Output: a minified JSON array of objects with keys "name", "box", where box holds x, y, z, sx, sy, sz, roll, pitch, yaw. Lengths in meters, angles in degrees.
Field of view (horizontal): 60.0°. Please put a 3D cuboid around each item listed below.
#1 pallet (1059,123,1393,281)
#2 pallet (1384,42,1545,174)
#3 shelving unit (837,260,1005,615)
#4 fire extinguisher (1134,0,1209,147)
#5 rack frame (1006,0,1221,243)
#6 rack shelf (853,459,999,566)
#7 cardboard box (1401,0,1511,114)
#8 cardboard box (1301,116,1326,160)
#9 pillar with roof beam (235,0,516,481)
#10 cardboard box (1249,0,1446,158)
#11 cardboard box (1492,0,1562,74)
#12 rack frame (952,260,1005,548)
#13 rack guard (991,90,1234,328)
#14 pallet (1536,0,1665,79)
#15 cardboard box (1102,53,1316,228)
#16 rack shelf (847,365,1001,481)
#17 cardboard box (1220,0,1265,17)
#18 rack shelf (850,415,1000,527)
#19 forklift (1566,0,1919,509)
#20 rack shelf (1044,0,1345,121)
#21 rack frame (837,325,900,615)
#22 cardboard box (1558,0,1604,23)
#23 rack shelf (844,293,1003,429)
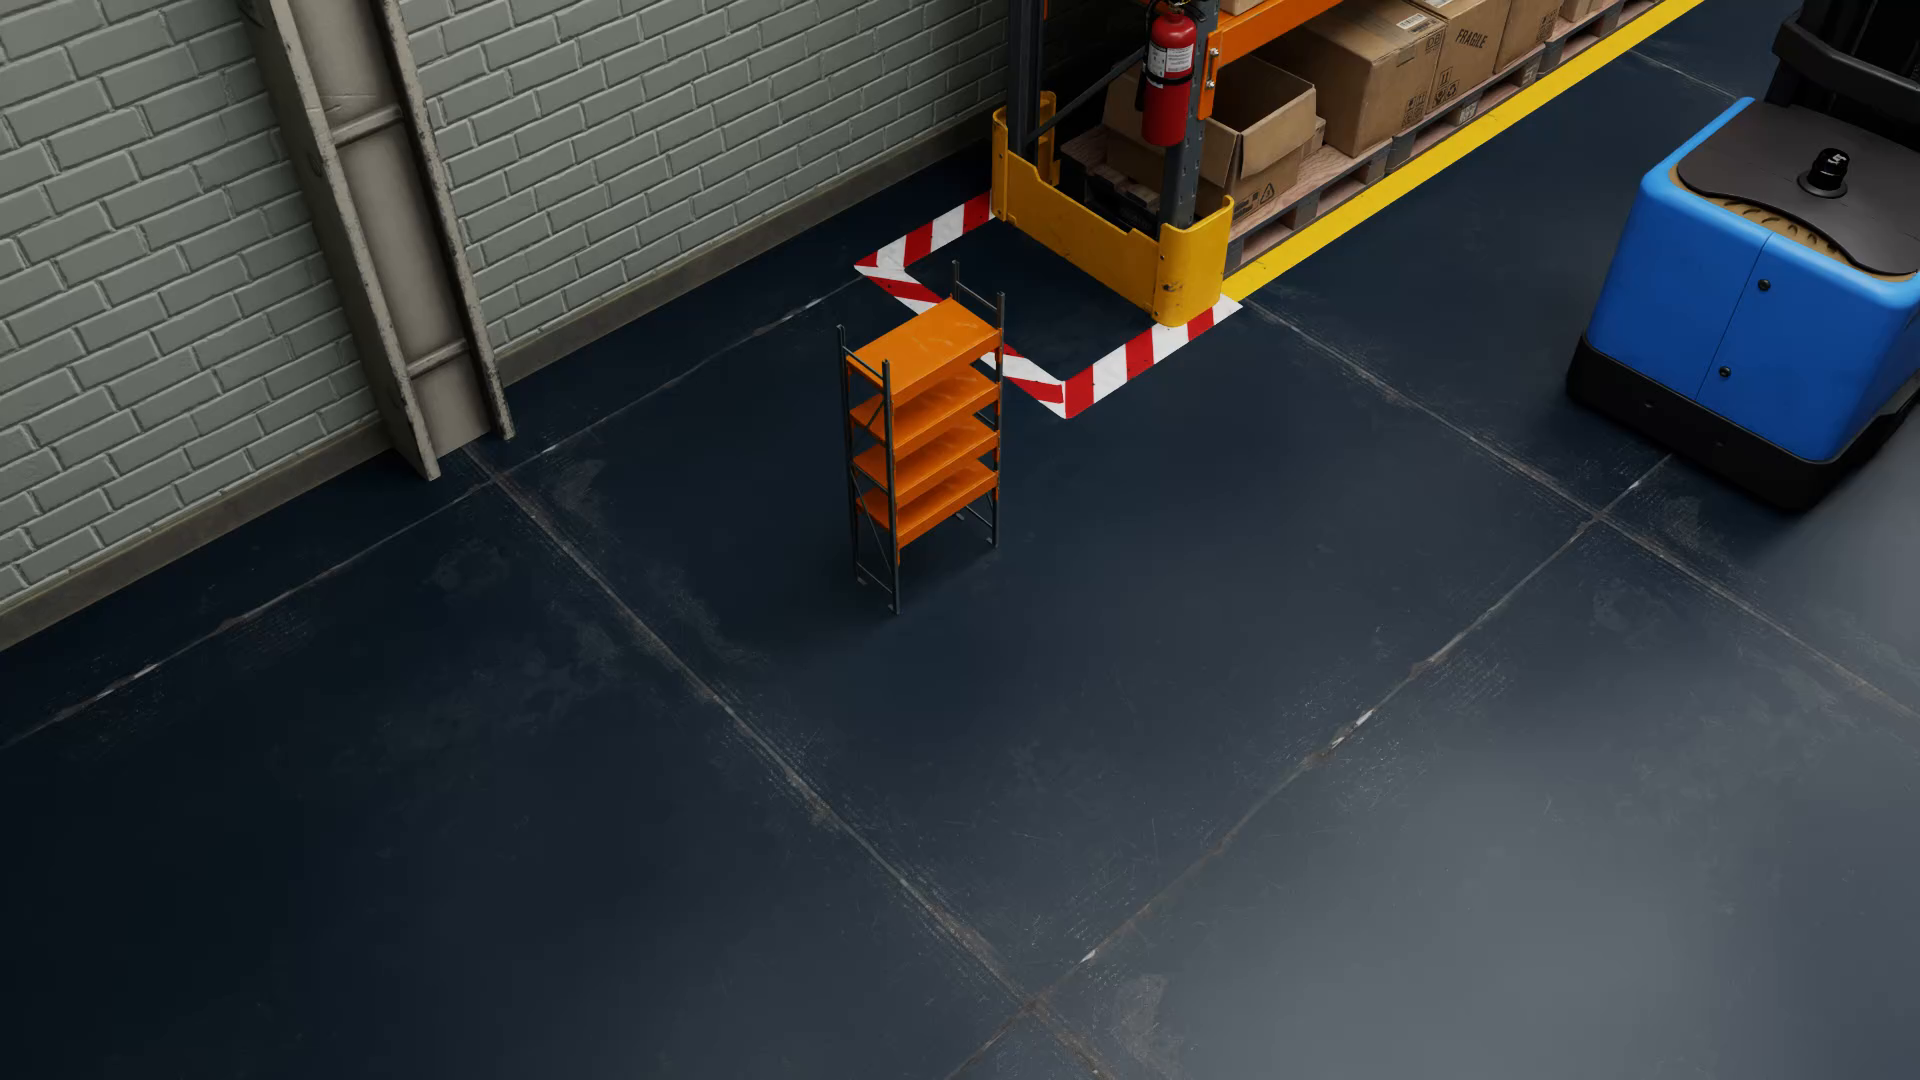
[{"name":"pallet","box":[1.226,-1.754,7.725,1.213,0.211,1.003,-34,56,-27]},{"name":"pallet","box":[2.128,-2.354,8.279,1.213,0.211,1.003,-34,56,-27]},{"name":"shelving unit","box":[-0.122,-0.325,5.734,0.503,1.200,0.258,-34,56,-27]},{"name":"fire extinguisher","box":[0.783,-1.791,6.168,0.183,0.674,0.296,-34,56,-27]},{"name":"rack frame","box":[0.580,-2.268,6.301,0.127,3.000,1.000,-34,56,-27]},{"name":"rack shelf","box":[-0.122,-0.145,5.929,0.480,0.148,0.258,-34,56,-27]},{"name":"cardboard box","box":[2.214,-2.422,7.859,0.500,0.500,0.500,-33,55,-27]},{"name":"cardboard box","box":[1.437,-1.883,7.601,0.250,0.149,0.380,-36,57,-28]},{"name":"pillar with roof beam","box":[0.875,-1.118,1.159,0.400,9.000,9.100,-34,56,-27]},{"name":"cardboard box","box":[1.755,-2.215,7.668,0.500,0.500,0.700,-32,55,-26]},{"name":"cardboard box","box":[2.523,-2.728,8.141,0.500,0.500,0.700,-36,57,-28]},{"name":"rack frame","box":[0.058,-0.446,5.845,0.015,1.200,0.240,-34,56,-27]},{"name":"rack guard","box":[0.637,-1.458,7.255,0.348,0.500,1.175,-34,56,-27]},{"name":"pallet","box":[3.031,-2.961,8.838,1.213,0.211,1.003,-34,56,-27]},{"name":"cardboard box","box":[1.097,-1.815,7.296,0.637,0.503,0.797,-36,57,-28]},{"name":"rack shelf","box":[-0.122,-0.431,5.619,0.480,0.148,0.258,-34,56,-27]},{"name":"cardboard box","box":[1.008,-2.196,6.406,0.250,0.149,0.380,-34,56,-27]},{"name":"rack shelf","box":[-0.122,-0.279,5.783,0.480,0.148,0.258,-34,56,-27]},{"name":"forklift","box":[3.860,-2.082,6.177,3.031,2.935,1.130,-36,57,-28]},{"name":"rack shelf","box":[2.060,-3.013,7.478,4.000,0.370,1.077,-34,56,-27]},{"name":"rack frame","box":[-0.303,-0.204,5.622,0.015,1.200,0.240,-34,56,-27]},{"name":"cardboard box","box":[3.061,-2.849,8.412,0.258,0.266,0.396,-32,55,-26]},{"name":"rack shelf","box":[-0.122,-0.591,5.445,0.480,0.148,0.258,-34,56,-27]}]
